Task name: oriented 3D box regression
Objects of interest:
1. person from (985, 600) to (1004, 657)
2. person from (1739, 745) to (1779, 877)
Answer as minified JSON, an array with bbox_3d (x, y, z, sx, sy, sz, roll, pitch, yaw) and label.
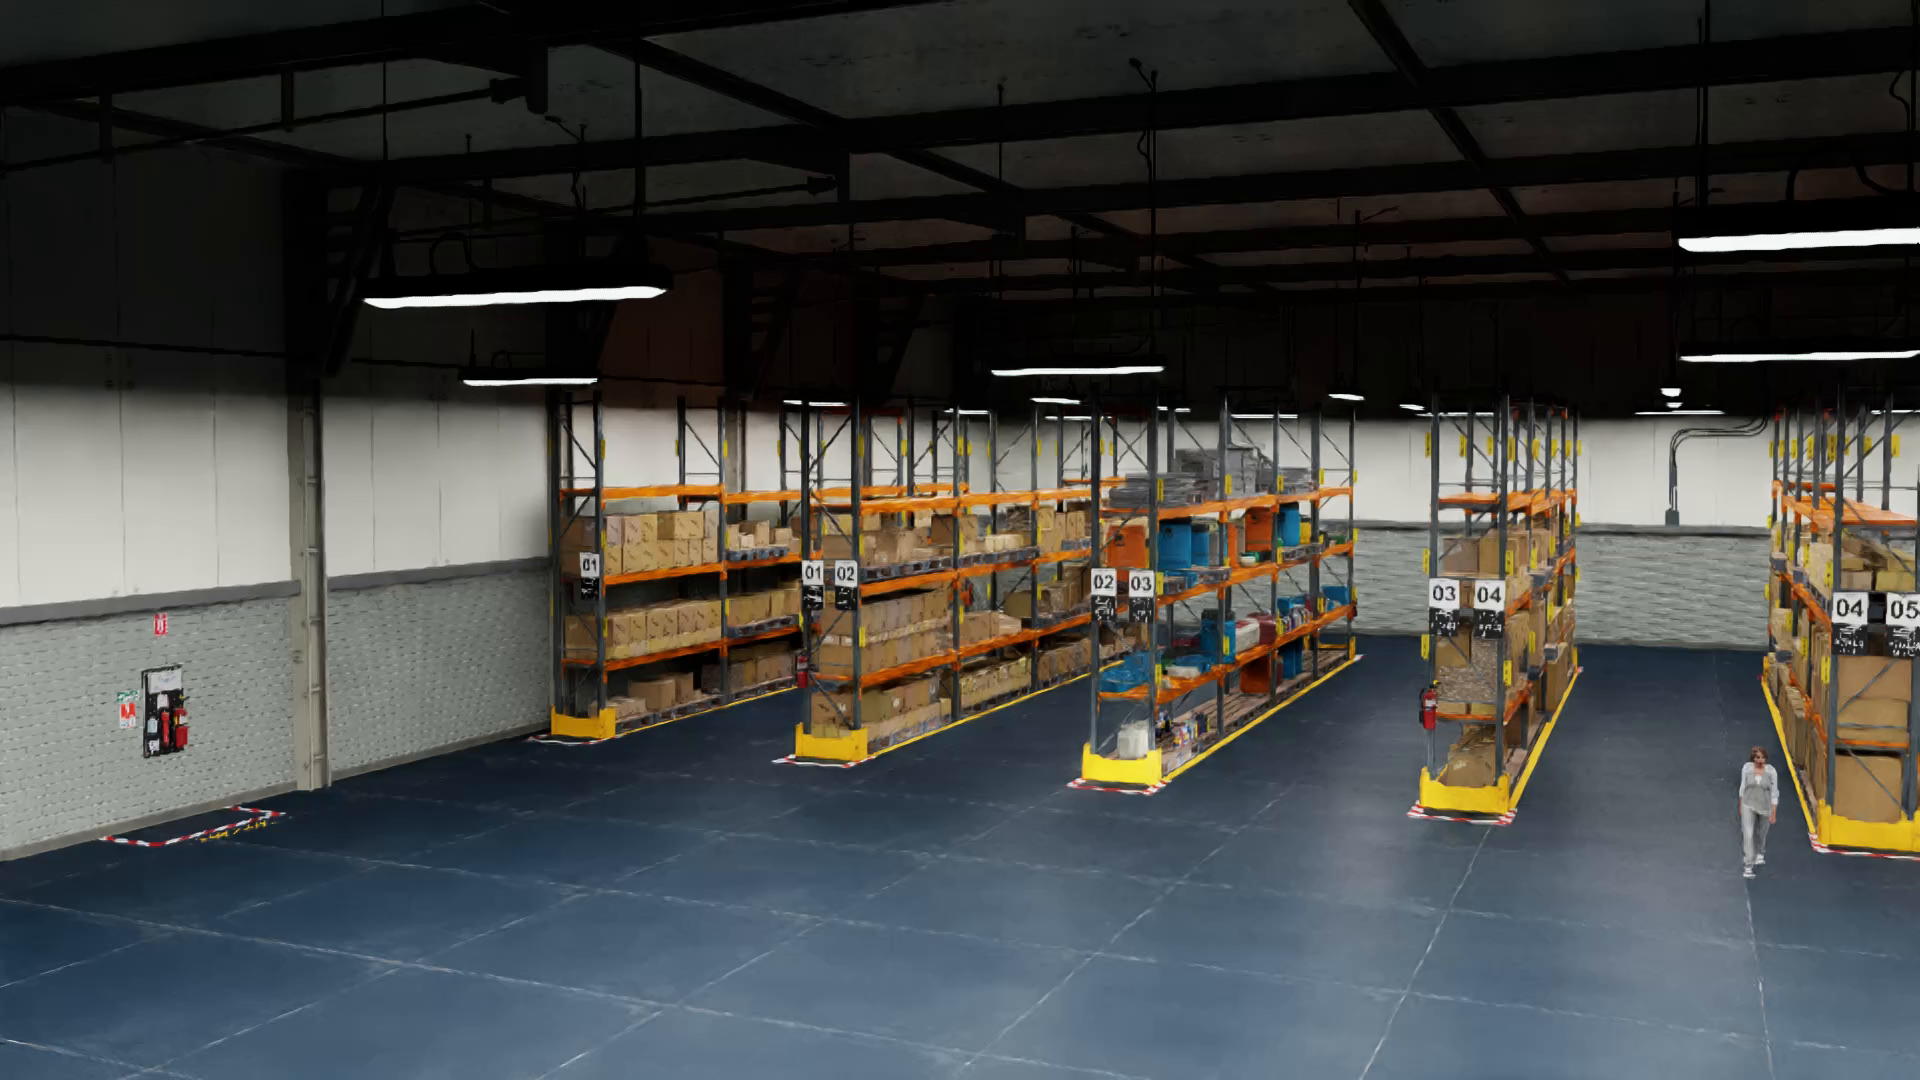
[{"bbox_3d":[0.802,2.125,37.498,0.592,1.629,0.531,1,3,21],"label":"person"},{"bbox_3d":[9.381,3.138,19.523,0.415,1.495,1.041,1,3,21],"label":"person"}]
